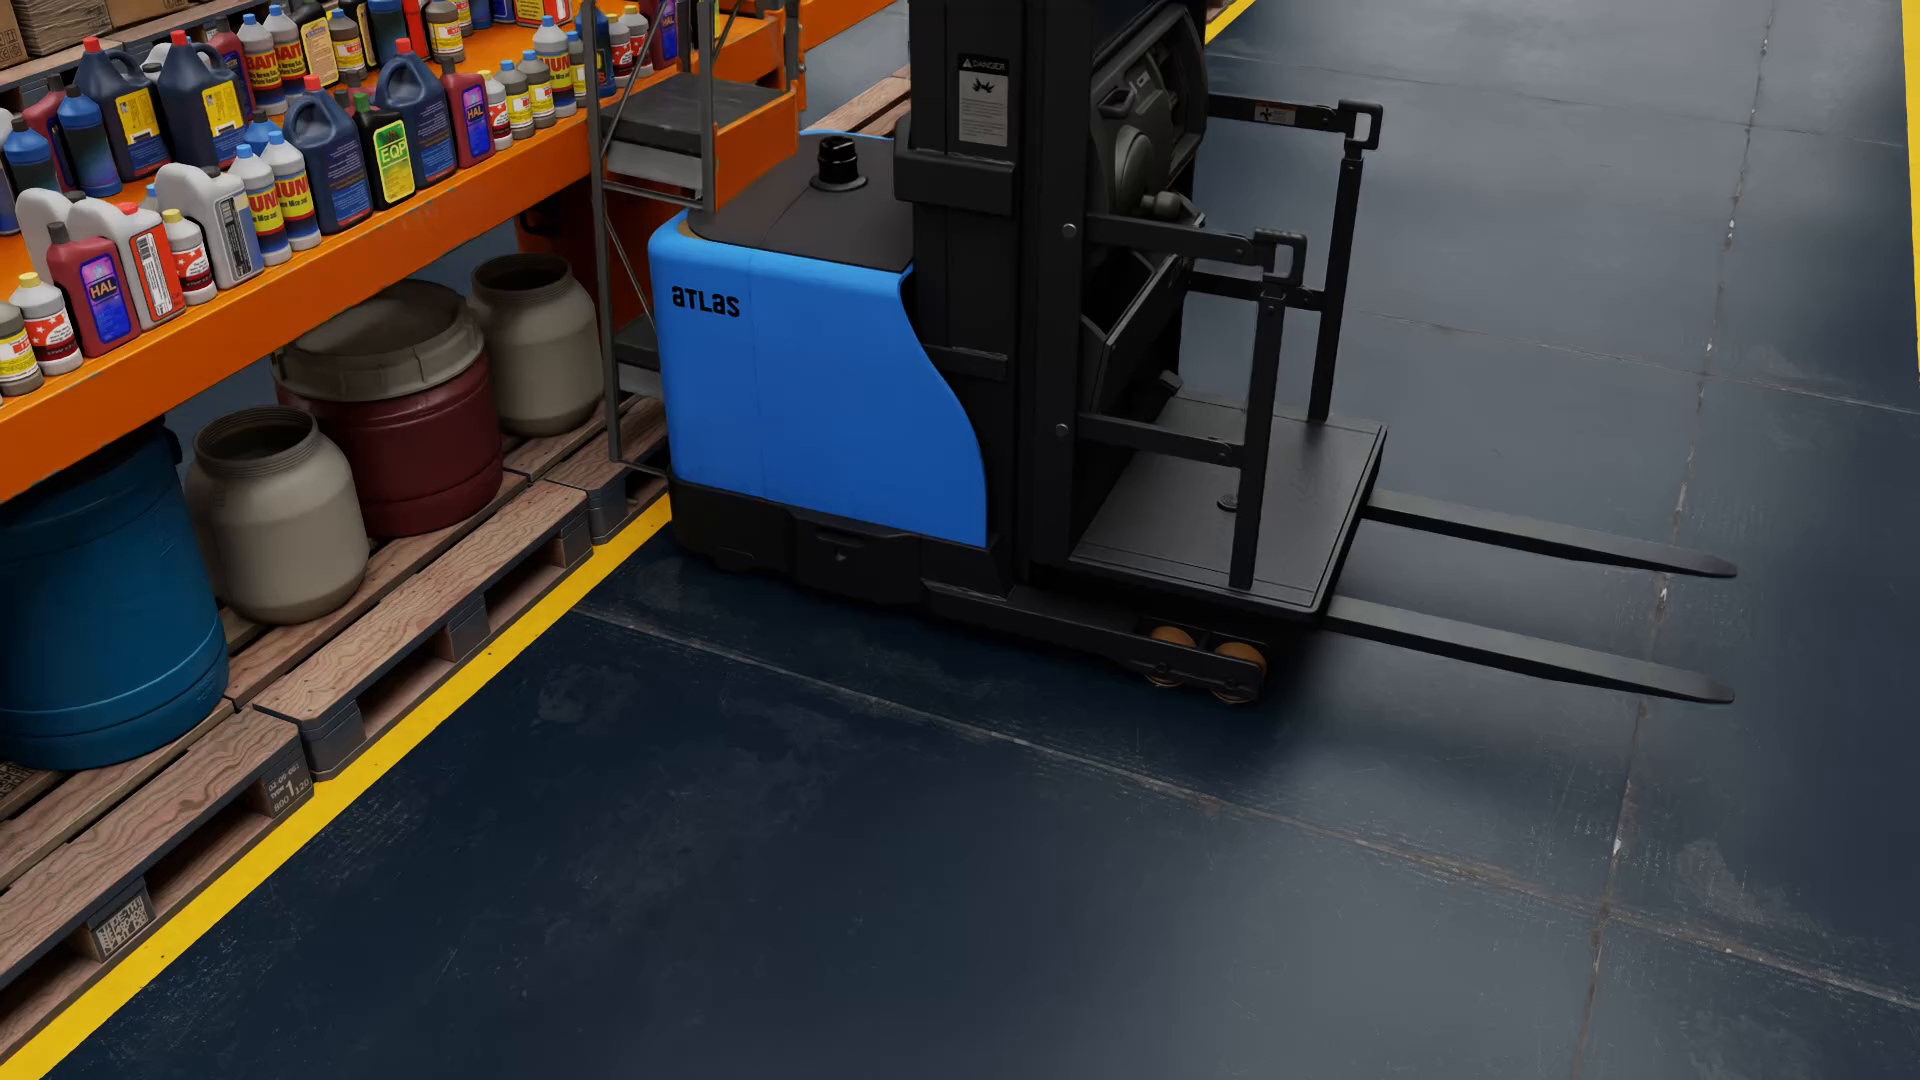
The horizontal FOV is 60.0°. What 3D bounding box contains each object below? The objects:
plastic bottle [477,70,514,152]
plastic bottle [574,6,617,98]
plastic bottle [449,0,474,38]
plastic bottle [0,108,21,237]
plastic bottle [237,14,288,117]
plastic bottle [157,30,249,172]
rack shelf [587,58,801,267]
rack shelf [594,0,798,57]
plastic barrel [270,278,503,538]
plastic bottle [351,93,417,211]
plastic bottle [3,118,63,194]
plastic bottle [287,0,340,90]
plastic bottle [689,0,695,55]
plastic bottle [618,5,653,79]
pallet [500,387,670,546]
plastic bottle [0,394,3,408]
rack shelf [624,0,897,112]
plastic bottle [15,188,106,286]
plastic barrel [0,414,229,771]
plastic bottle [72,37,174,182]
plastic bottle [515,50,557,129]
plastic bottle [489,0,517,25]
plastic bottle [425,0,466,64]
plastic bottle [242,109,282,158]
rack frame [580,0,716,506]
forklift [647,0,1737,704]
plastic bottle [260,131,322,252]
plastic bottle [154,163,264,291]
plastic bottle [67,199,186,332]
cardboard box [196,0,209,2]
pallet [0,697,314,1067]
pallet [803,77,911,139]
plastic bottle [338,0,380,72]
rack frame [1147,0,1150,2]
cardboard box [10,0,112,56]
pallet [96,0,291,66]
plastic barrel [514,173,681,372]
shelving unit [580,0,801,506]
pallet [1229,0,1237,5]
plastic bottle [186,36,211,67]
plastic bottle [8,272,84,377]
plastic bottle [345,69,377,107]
[{"bbox_3d":[-1.260,-1.154,4.456,0.097,0.201,0.097,0,33,0],"label":"plastic bottle"},{"bbox_3d":[-1.057,-1.426,4.807,0.097,0.271,0.097,0,33,0],"label":"plastic bottle"},{"bbox_3d":[-1.621,-1.720,5.319,0.097,0.201,0.097,0,33,0],"label":"plastic bottle"},{"bbox_3d":[-2.317,-0.886,3.979,0.152,0.276,0.135,14,36,20],"label":"plastic bottle"},{"bbox_3d":[-1.967,-1.337,4.672,0.097,0.271,0.097,0,33,0],"label":"plastic bottle"},{"bbox_3d":[-1.963,-1.145,4.306,0.144,0.351,0.185,14,36,20],"label":"plastic bottle"},{"bbox_3d":[-0.774,-1.075,4.910,0.431,0.518,0.480,15,34,18],"label":"rack shelf"},{"bbox_3d":[-0.735,-1.669,4.542,0.431,0.518,0.480,15,34,18],"label":"rack shelf"},{"bbox_3d":[-1.694,-0.402,4.943,0.600,0.588,0.708,14,36,20],"label":"plastic barrel"},{"bbox_3d":[-1.425,-0.968,4.098,0.061,0.283,0.133,14,36,20],"label":"plastic bottle"},{"bbox_3d":[-2.196,-0.865,3.951,0.097,0.271,0.097,0,33,0],"label":"plastic bottle"},{"bbox_3d":[-1.894,-1.453,4.836,0.061,0.283,0.133,14,36,20],"label":"plastic bottle"},{"bbox_3d":[-0.879,-1.609,5.149,0.097,0.201,0.097,0,33,0],"label":"plastic bottle"},{"bbox_3d":[-0.975,-1.494,4.974,0.097,0.201,0.097,0,33,0],"label":"plastic bottle"},{"bbox_3d":[-1.324,-0.476,5.783,1.003,0.211,1.213,14,36,20],"label":"pallet"},{"bbox_3d":[-1.940,-0.375,3.204,0.097,0.271,0.097,0,33,0],"label":"plastic bottle"},{"bbox_3d":[-0.195,-2.740,7.349,1.077,0.370,4.000,14,36,20],"label":"rack shelf"},{"bbox_3d":[-1.917,-0.639,3.603,0.152,0.276,0.135,14,36,20],"label":"plastic bottle"},{"bbox_3d":[-2.166,0.030,3.999,0.600,0.901,0.708,14,36,20],"label":"plastic barrel"},{"bbox_3d":[-2.157,-1.113,4.257,0.144,0.351,0.185,14,36,20],"label":"plastic bottle"},{"bbox_3d":[-1.179,-1.251,4.604,0.097,0.201,0.097,0,33,0],"label":"plastic bottle"},{"bbox_3d":[-1.507,-1.851,5.451,0.152,0.276,0.135,14,36,20],"label":"plastic bottle"},{"bbox_3d":[-1.579,-1.570,5.090,0.097,0.201,0.097,0,33,0],"label":"plastic bottle"},{"bbox_3d":[-1.658,-0.900,4.004,0.097,0.271,0.097,0,33,0],"label":"plastic bottle"},{"bbox_3d":[-0.869,-0.973,4.710,0.400,2.100,0.015,15,34,18],"label":"rack frame"},{"bbox_3d":[0.683,-1.109,4.268,3.031,2.935,1.130,12,35,18],"label":"forklift"},{"bbox_3d":[-1.567,-0.818,3.880,0.097,0.271,0.097,0,33,0],"label":"plastic bottle"},{"bbox_3d":[-1.682,-0.720,3.726,0.152,0.276,0.135,14,36,20],"label":"plastic bottle"},{"bbox_3d":[-1.779,-0.605,3.550,0.152,0.276,0.135,14,36,20],"label":"plastic bottle"},{"bbox_3d":[-4.584,-3.499,9.729,0.700,0.500,0.500,11,35,16],"label":"cardboard box"},{"bbox_3d":[-2.345,0.739,3.930,1.003,0.211,1.213,14,36,20],"label":"pallet"},{"bbox_3d":[-0.161,-1.861,7.895,1.003,0.211,1.213,14,36,20],"label":"pallet"},{"bbox_3d":[-1.798,-1.568,5.011,0.061,0.283,0.133,14,36,20],"label":"plastic bottle"},{"bbox_3d":[0.641,-4.037,8.670,1.000,3.000,0.127,14,36,20],"label":"rack frame"},{"bbox_3d":[-5.048,-2.937,8.872,0.700,0.500,0.500,11,35,17],"label":"cardboard box"},{"bbox_3d":[-4.691,-3.009,9.646,1.003,0.211,1.213,14,36,20],"label":"pallet"},{"bbox_3d":[-1.221,-1.065,5.735,0.600,0.830,0.708,14,36,20],"label":"plastic barrel"},{"bbox_3d":[-0.773,-1.087,4.903,0.431,2.100,0.503,15,34,18],"label":"shelving unit"},{"bbox_3d":[1.469,-3.805,10.861,1.003,0.211,1.213,14,36,20],"label":"pallet"},{"bbox_3d":[-2.063,-1.223,4.496,0.097,0.271,0.097,0,33,0],"label":"plastic bottle"},{"bbox_3d":[-1.858,-0.443,3.371,0.097,0.201,0.097,0,33,0],"label":"plastic bottle"},{"bbox_3d":[-1.500,-1.068,4.250,0.061,0.283,0.133,14,36,20],"label":"plastic bottle"}]
